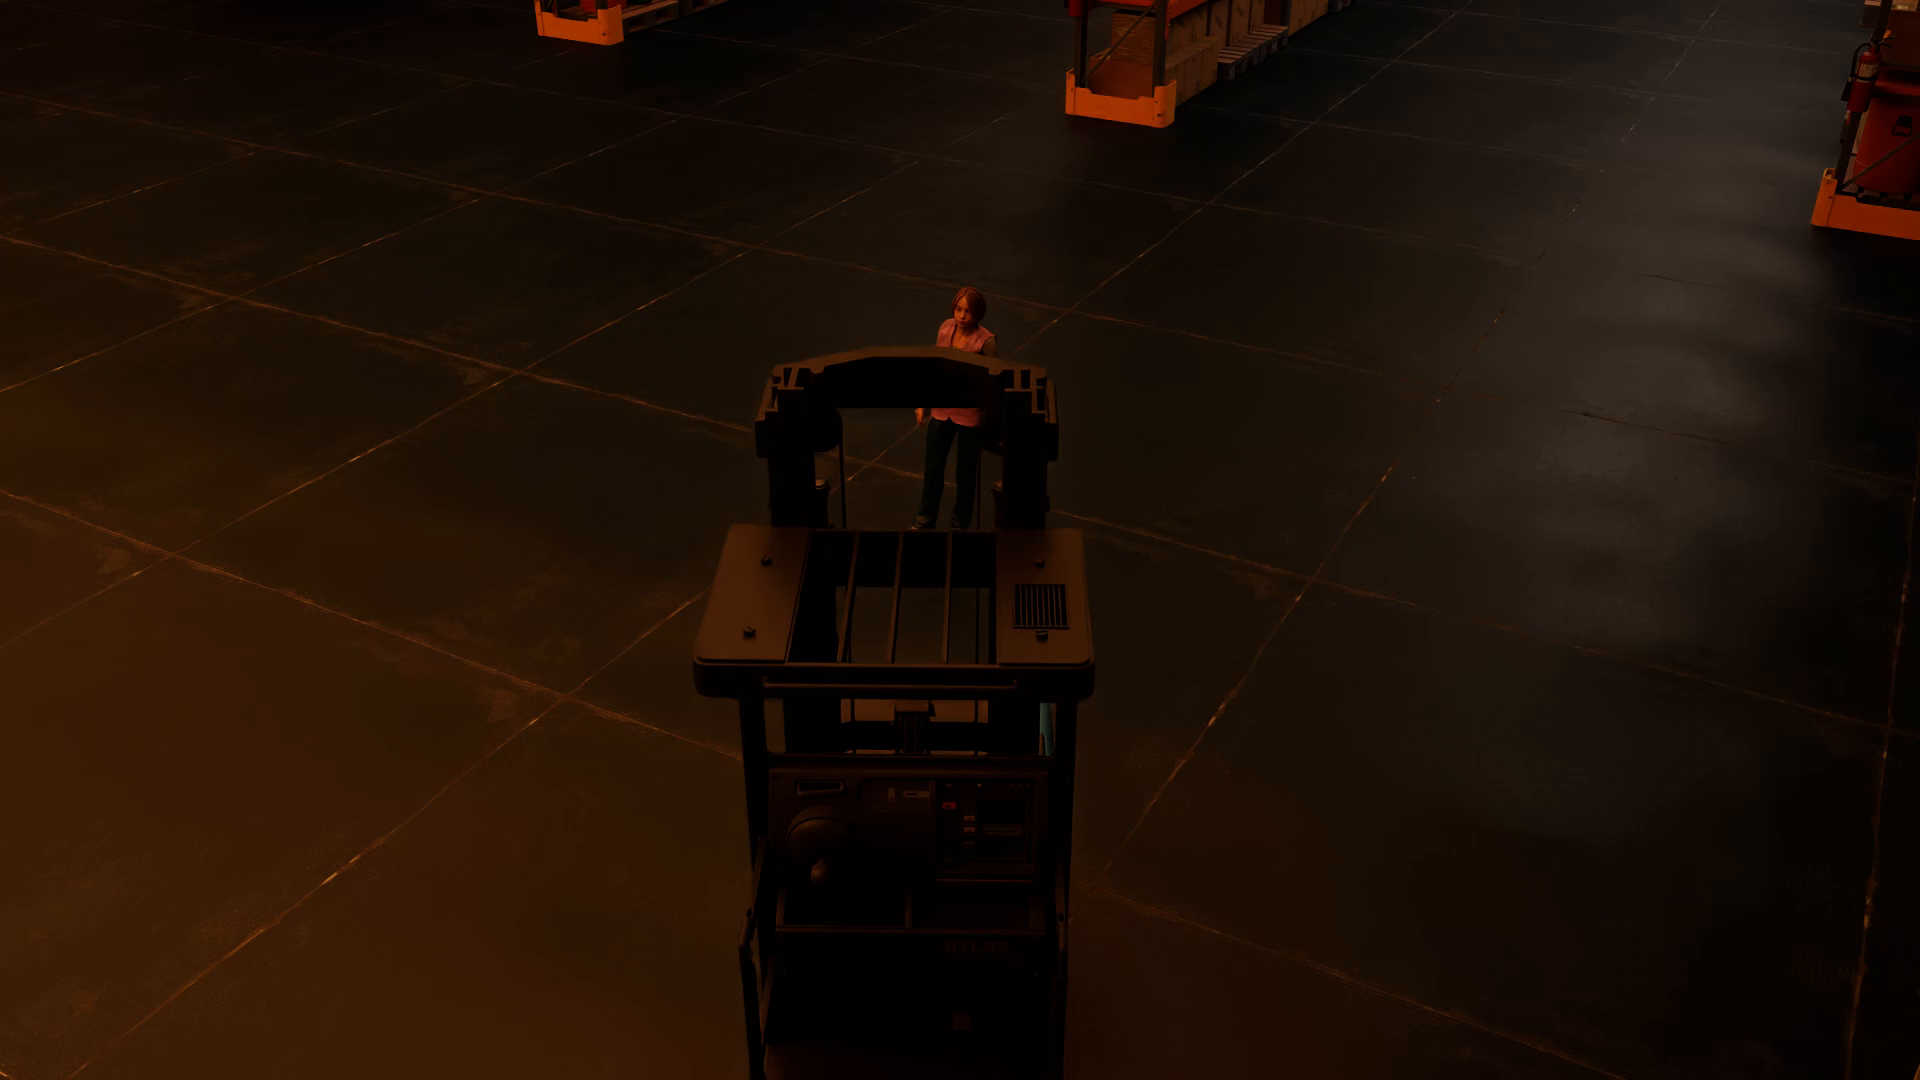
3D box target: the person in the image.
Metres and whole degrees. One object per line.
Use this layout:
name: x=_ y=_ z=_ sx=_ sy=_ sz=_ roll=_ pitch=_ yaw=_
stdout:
person: x=-0.048 y=-0.669 z=9.550 sx=0.520 sy=1.597 sz=0.476 roll=15 pitch=33 yaw=25

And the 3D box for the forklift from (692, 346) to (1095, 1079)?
forklift: x=-0.171 y=0.995 z=5.346 sx=1.130 sy=2.935 sz=3.031 roll=1 pitch=30 yaw=1
